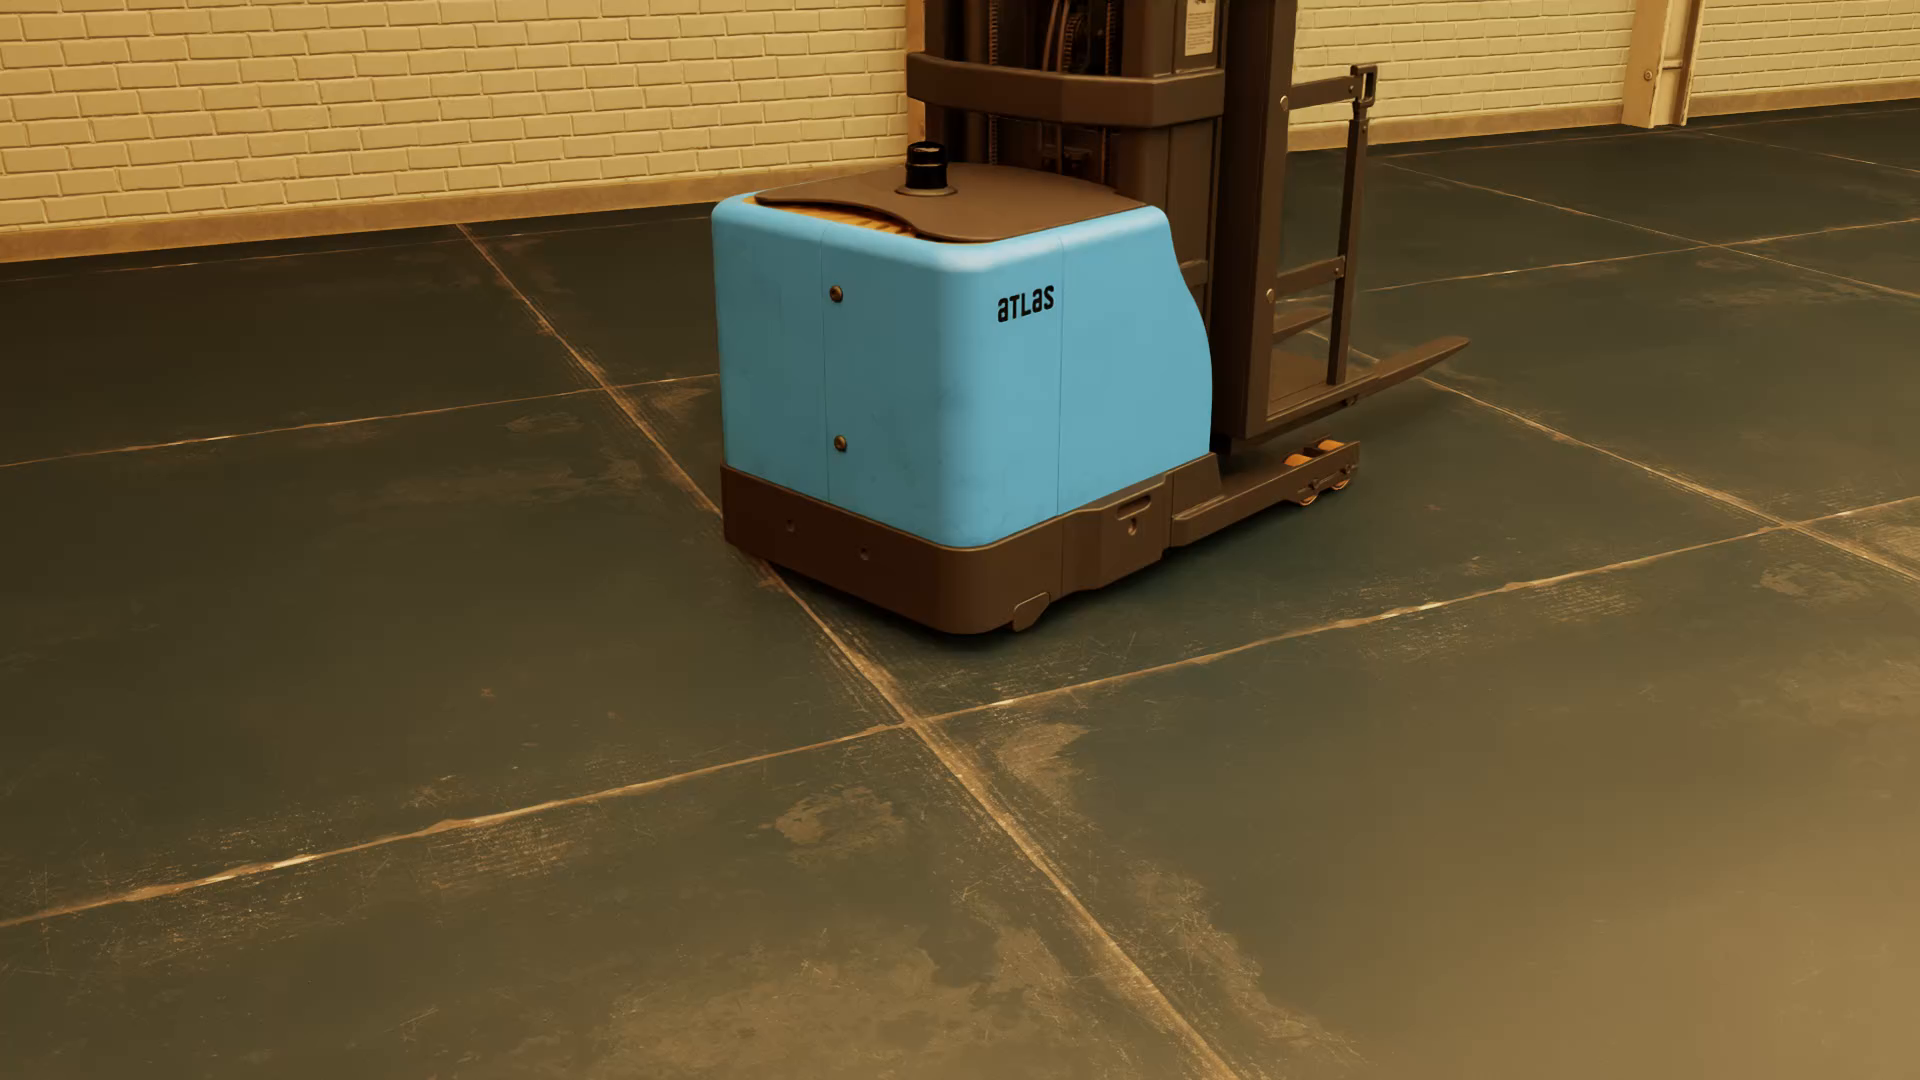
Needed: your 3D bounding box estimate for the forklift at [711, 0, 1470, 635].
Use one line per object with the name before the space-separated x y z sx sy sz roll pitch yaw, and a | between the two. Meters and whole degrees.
forklift | 0.676 -1.583 5.098 1.130 2.935 3.031 20 30 39
